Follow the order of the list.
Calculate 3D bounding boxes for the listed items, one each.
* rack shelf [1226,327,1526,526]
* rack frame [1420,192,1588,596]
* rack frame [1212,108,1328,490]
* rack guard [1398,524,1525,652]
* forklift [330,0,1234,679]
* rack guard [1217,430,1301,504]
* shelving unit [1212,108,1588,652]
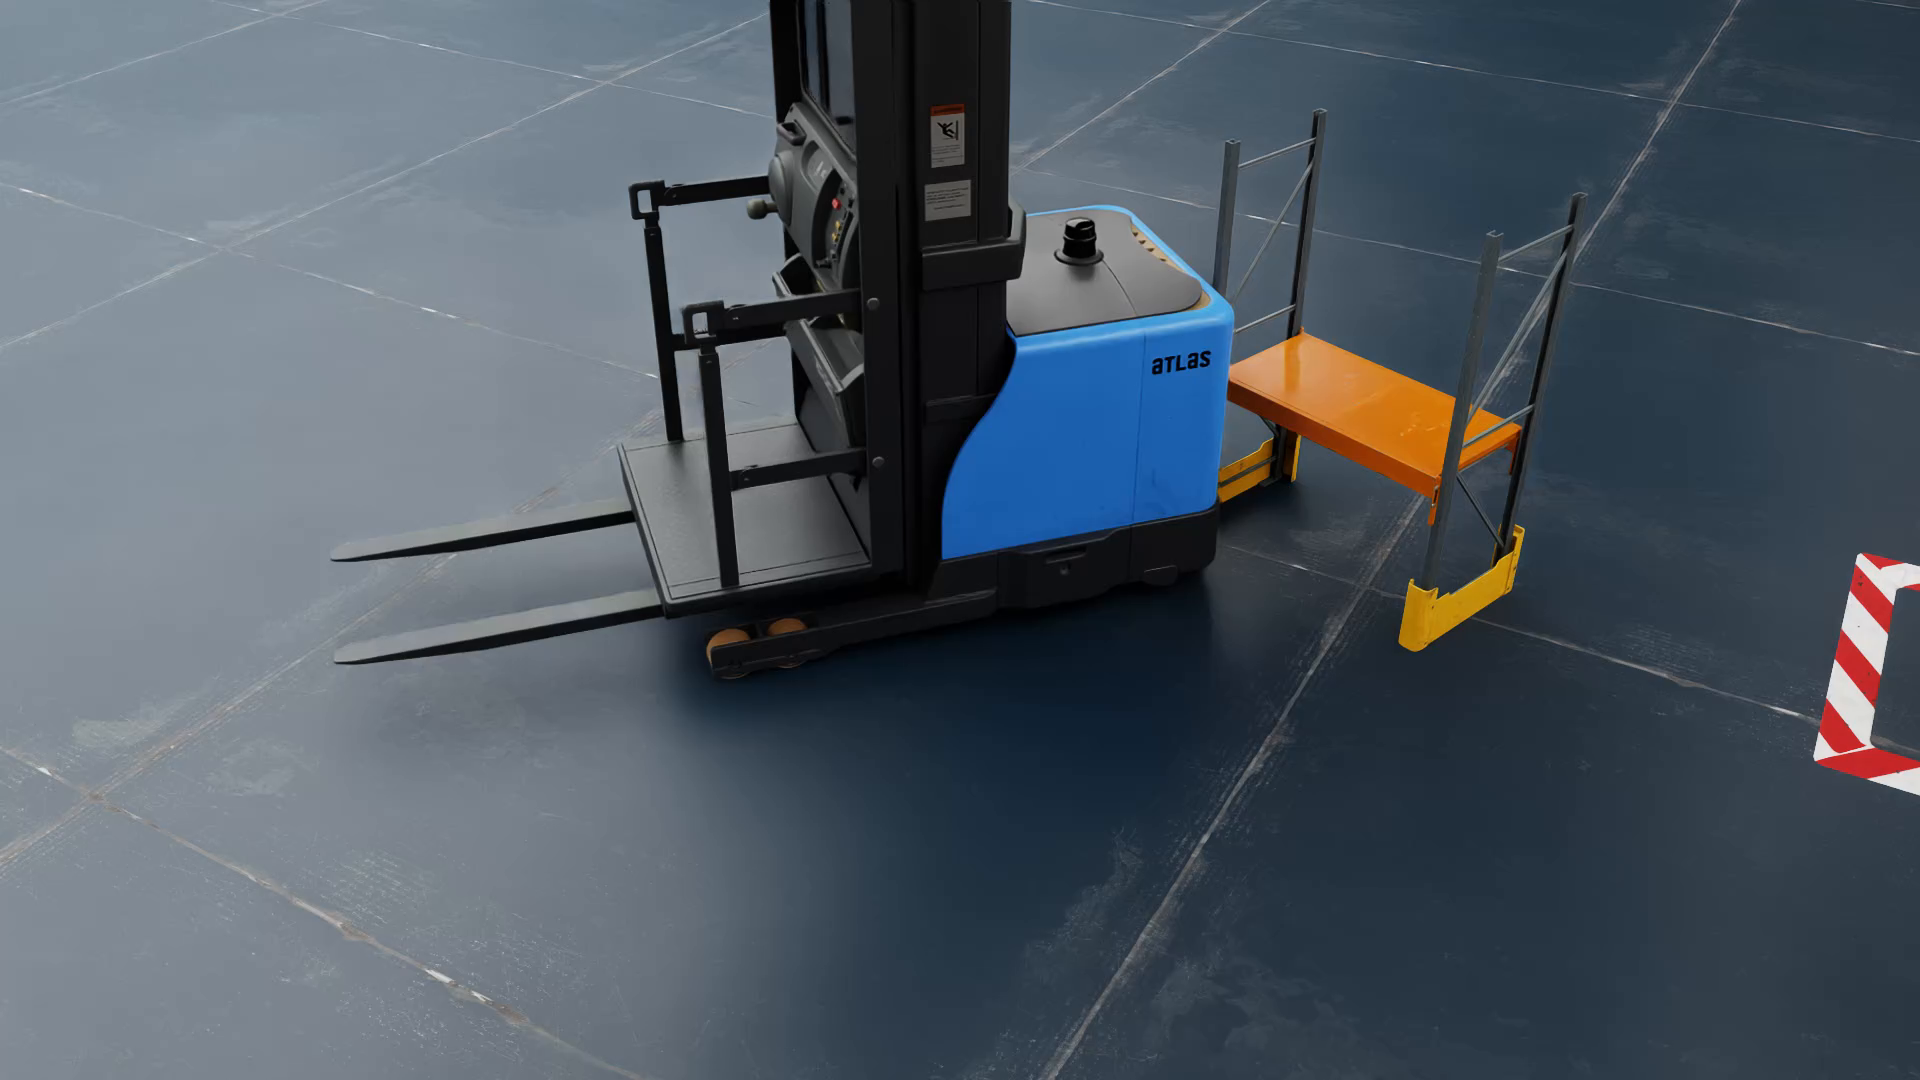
[{"bbox_3d":[1.415,-0.424,5.859,0.538,0.185,1.000,-26,41,-33],"label":"rack shelf"},{"bbox_3d":[1.749,-0.361,5.439,0.500,1.500,0.032,-26,41,-33],"label":"rack frame"},{"bbox_3d":[1.082,-0.787,6.078,0.500,1.500,0.032,-26,41,-33],"label":"rack frame"},{"bbox_3d":[1.748,0.158,5.786,0.587,0.250,0.087,-26,41,-33],"label":"rack guard"},{"bbox_3d":[-0.650,-1.084,5.234,3.031,2.935,1.130,-10,35,-15],"label":"forklift"},{"bbox_3d":[1.095,-0.259,6.413,0.587,0.250,0.087,-26,41,-33],"label":"rack guard"},{"bbox_3d":[1.421,-0.570,5.753,0.587,1.500,1.083,-26,41,-33],"label":"shelving unit"}]
